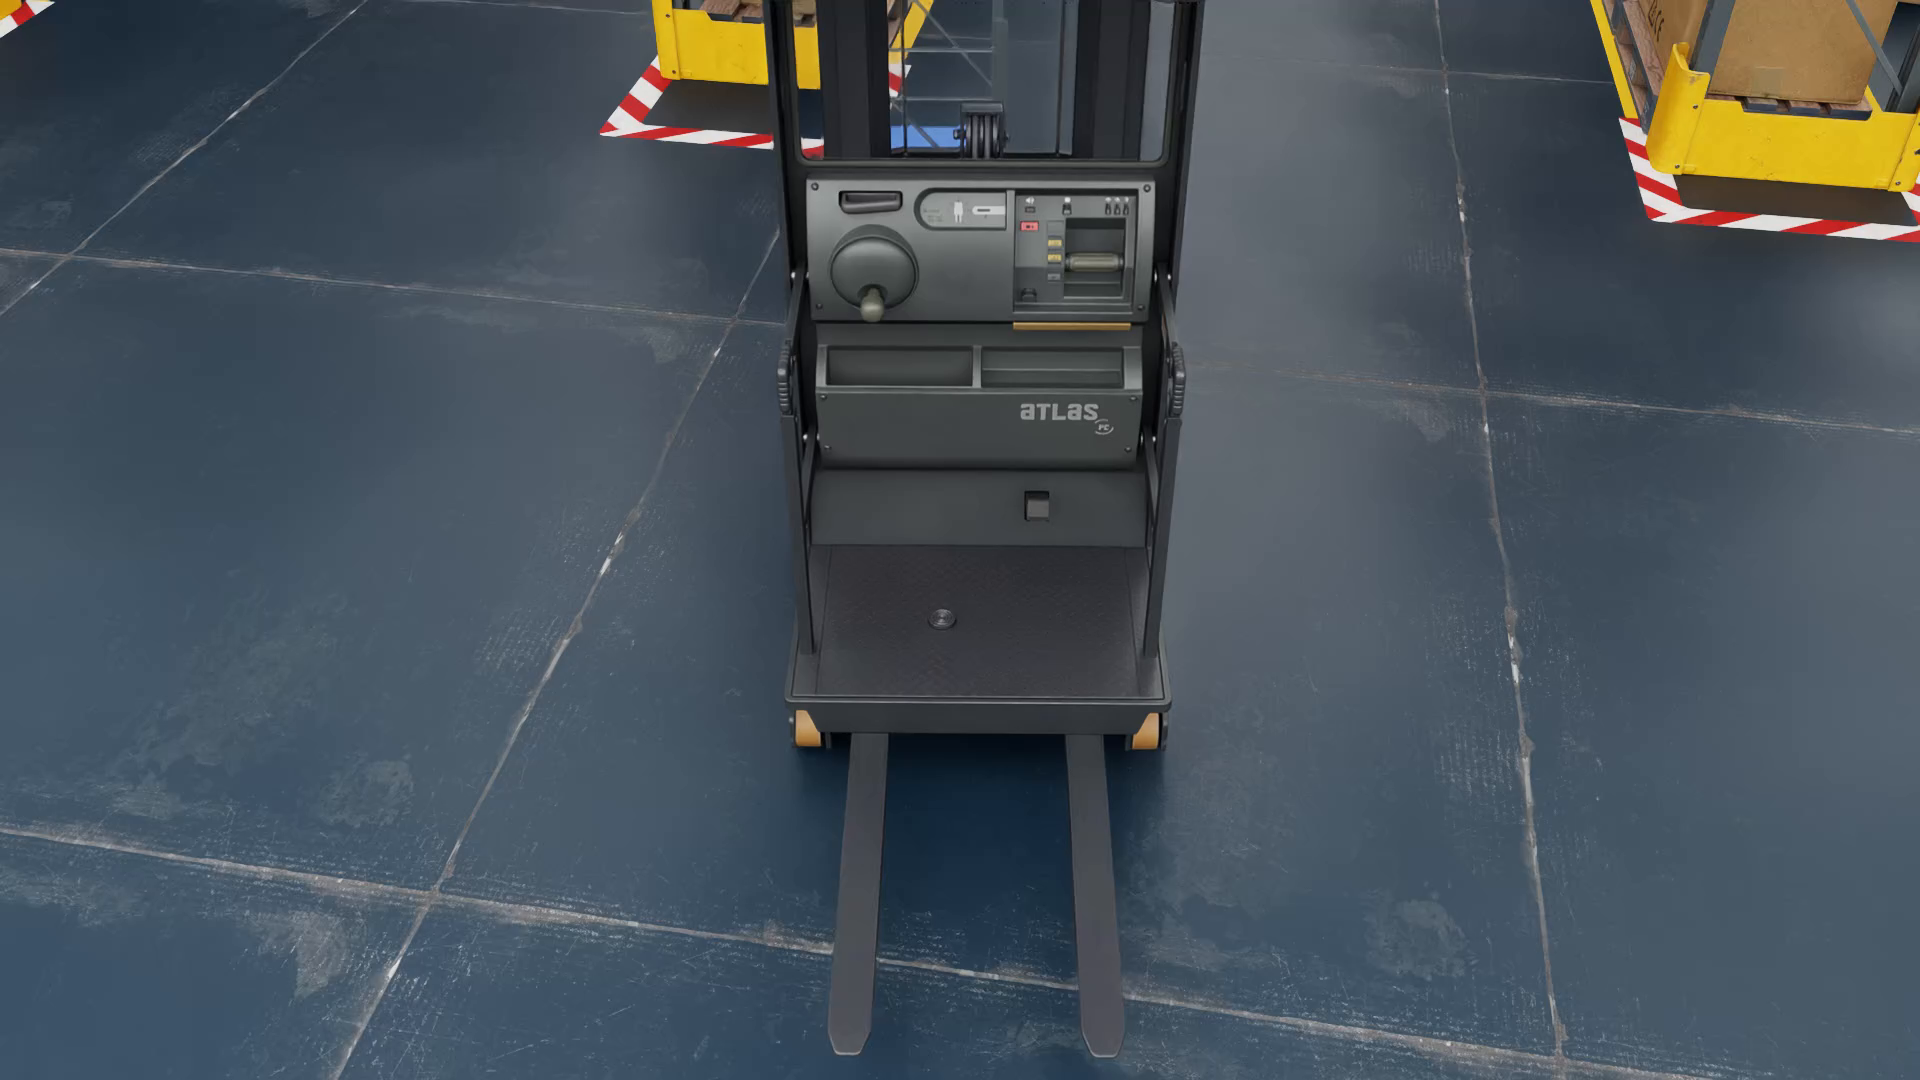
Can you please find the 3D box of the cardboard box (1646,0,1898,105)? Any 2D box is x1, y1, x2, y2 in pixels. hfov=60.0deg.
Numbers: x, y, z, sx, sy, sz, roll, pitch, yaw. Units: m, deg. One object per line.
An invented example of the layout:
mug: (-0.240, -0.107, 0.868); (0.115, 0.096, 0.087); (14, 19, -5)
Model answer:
cardboard box: (3.934, -2.725, 8.029); (0.875, 0.875, 0.875); (7, 40, 8)

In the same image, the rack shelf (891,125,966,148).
rack shelf: (-0.086, -1.325, 6.458); (0.538, 0.185, 1.000); (0, 40, 0)

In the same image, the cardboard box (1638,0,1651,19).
cardboard box: (4.085, -3.277, 8.697); (0.875, 0.875, 0.875); (6, 40, 7)

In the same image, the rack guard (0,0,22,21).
rack guard: (-5.897, -3.195, 9.222); (1.175, 0.500, 0.348); (6, 40, 8)

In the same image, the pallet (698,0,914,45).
pallet: (-0.797, -3.038, 9.259); (1.003, 0.211, 1.213); (6, 40, 8)

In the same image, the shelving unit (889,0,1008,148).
shelving unit: (-0.086, -1.464, 6.343); (0.538, 1.500, 1.048); (0, 40, 0)

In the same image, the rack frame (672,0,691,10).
rack frame: (-0.985, -3.559, 7.701); (1.000, 3.000, 0.127); (6, 40, 8)

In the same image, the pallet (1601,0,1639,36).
pallet: (4.157, -3.148, 9.392); (1.003, 0.211, 1.213); (6, 40, 8)

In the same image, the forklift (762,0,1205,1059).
forklift: (0.055, -0.704, 4.301); (1.130, 2.935, 3.031); (0, 40, 0)

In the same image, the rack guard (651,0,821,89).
rack guard: (-0.972, -2.643, 8.555); (1.175, 0.500, 0.348); (6, 40, 8)

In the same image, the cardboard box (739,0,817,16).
cardboard box: (-0.861, -3.148, 8.835); (0.500, 0.500, 0.500); (14, 41, 16)

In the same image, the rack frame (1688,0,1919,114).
rack frame: (3.882, -2.949, 6.962); (1.000, 3.000, 0.127); (6, 40, 8)

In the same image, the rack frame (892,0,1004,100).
rack frame: (-0.081, -1.788, 6.735); (0.500, 1.500, 0.032); (0, 40, 0)

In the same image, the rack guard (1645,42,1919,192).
rack guard: (3.878, -1.970, 7.741); (1.175, 0.500, 0.348); (6, 40, 8)

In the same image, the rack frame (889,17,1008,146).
rack frame: (-0.092, -1.140, 5.952); (0.500, 1.500, 0.032); (0, 40, 0)

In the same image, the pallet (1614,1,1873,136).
pallet: (3.944, -2.384, 8.468); (1.003, 0.211, 1.213); (6, 40, 8)
